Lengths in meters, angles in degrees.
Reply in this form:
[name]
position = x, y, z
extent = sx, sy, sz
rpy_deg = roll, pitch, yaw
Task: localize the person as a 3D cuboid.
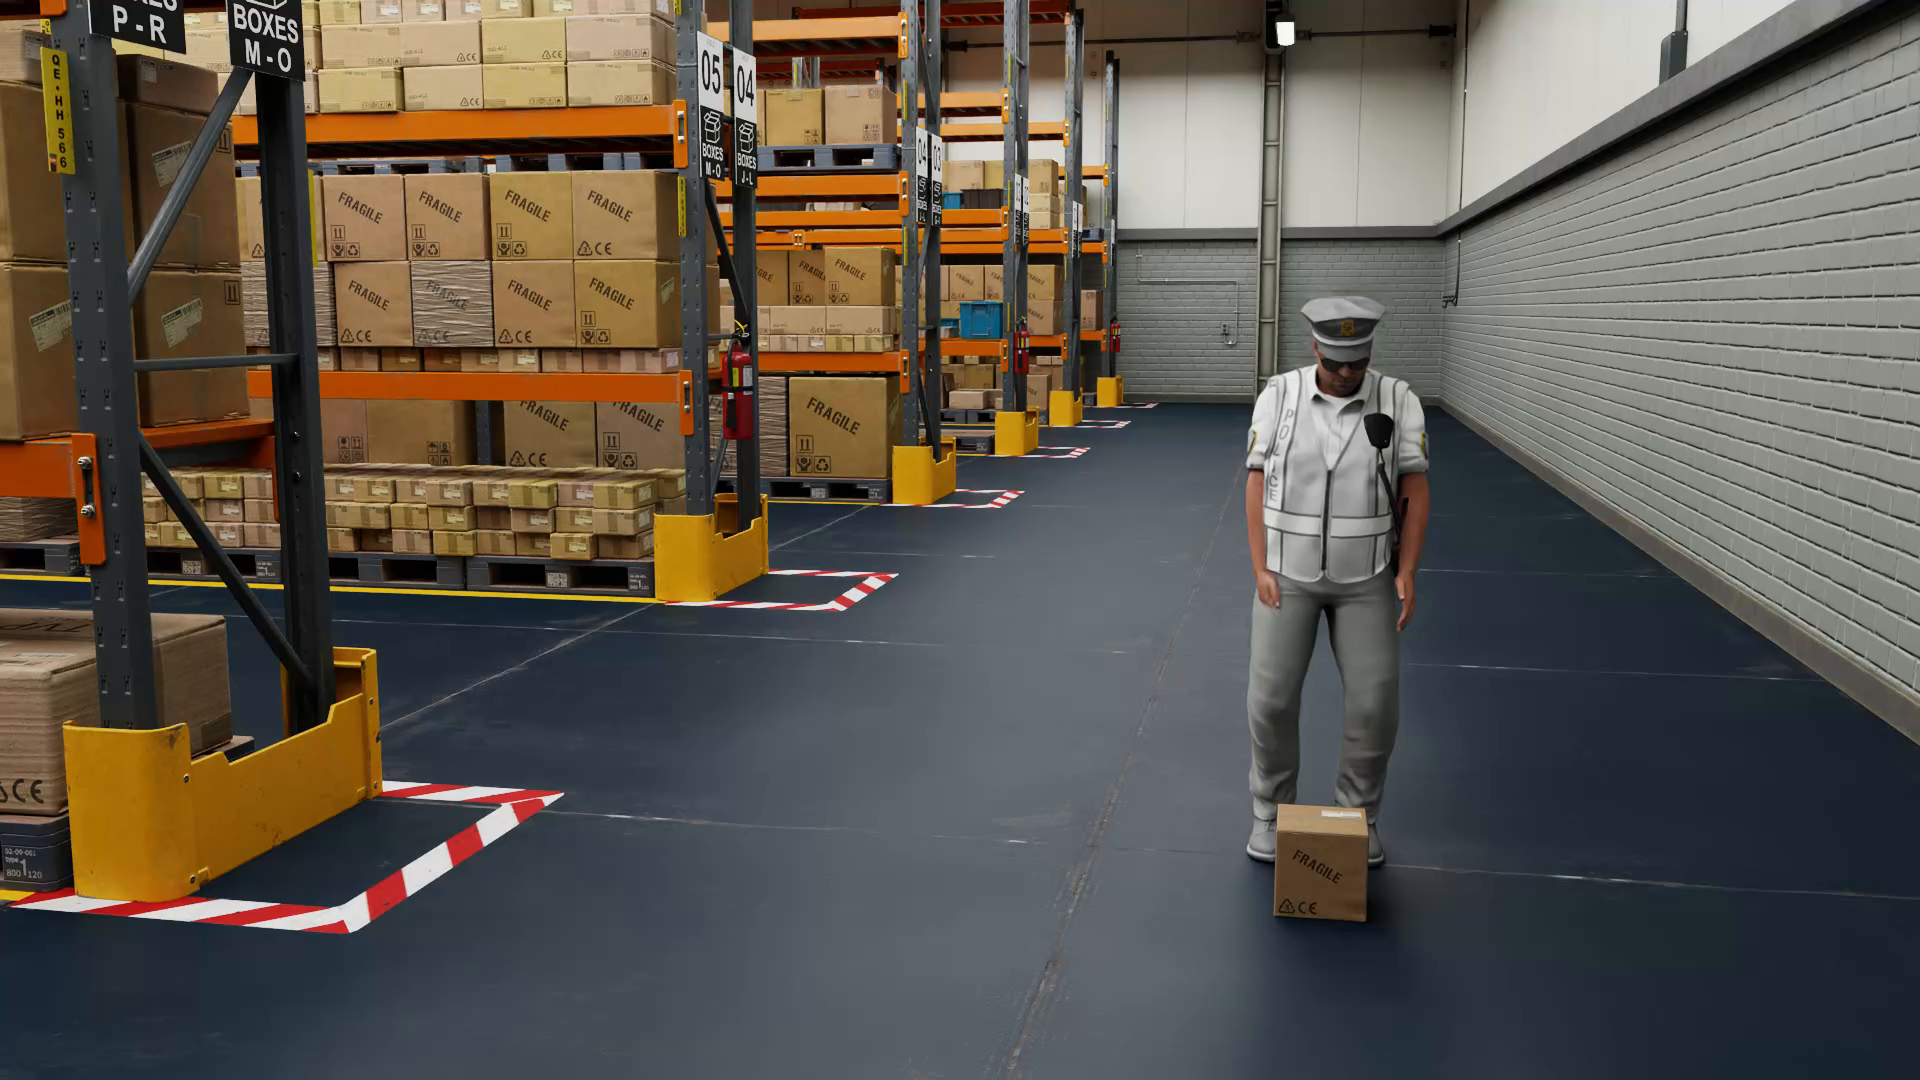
[person]
position = 1.141, 0.123, 5.073
extent = 0.550, 1.716, 0.457
rpy_deg = 2, 8, 13
